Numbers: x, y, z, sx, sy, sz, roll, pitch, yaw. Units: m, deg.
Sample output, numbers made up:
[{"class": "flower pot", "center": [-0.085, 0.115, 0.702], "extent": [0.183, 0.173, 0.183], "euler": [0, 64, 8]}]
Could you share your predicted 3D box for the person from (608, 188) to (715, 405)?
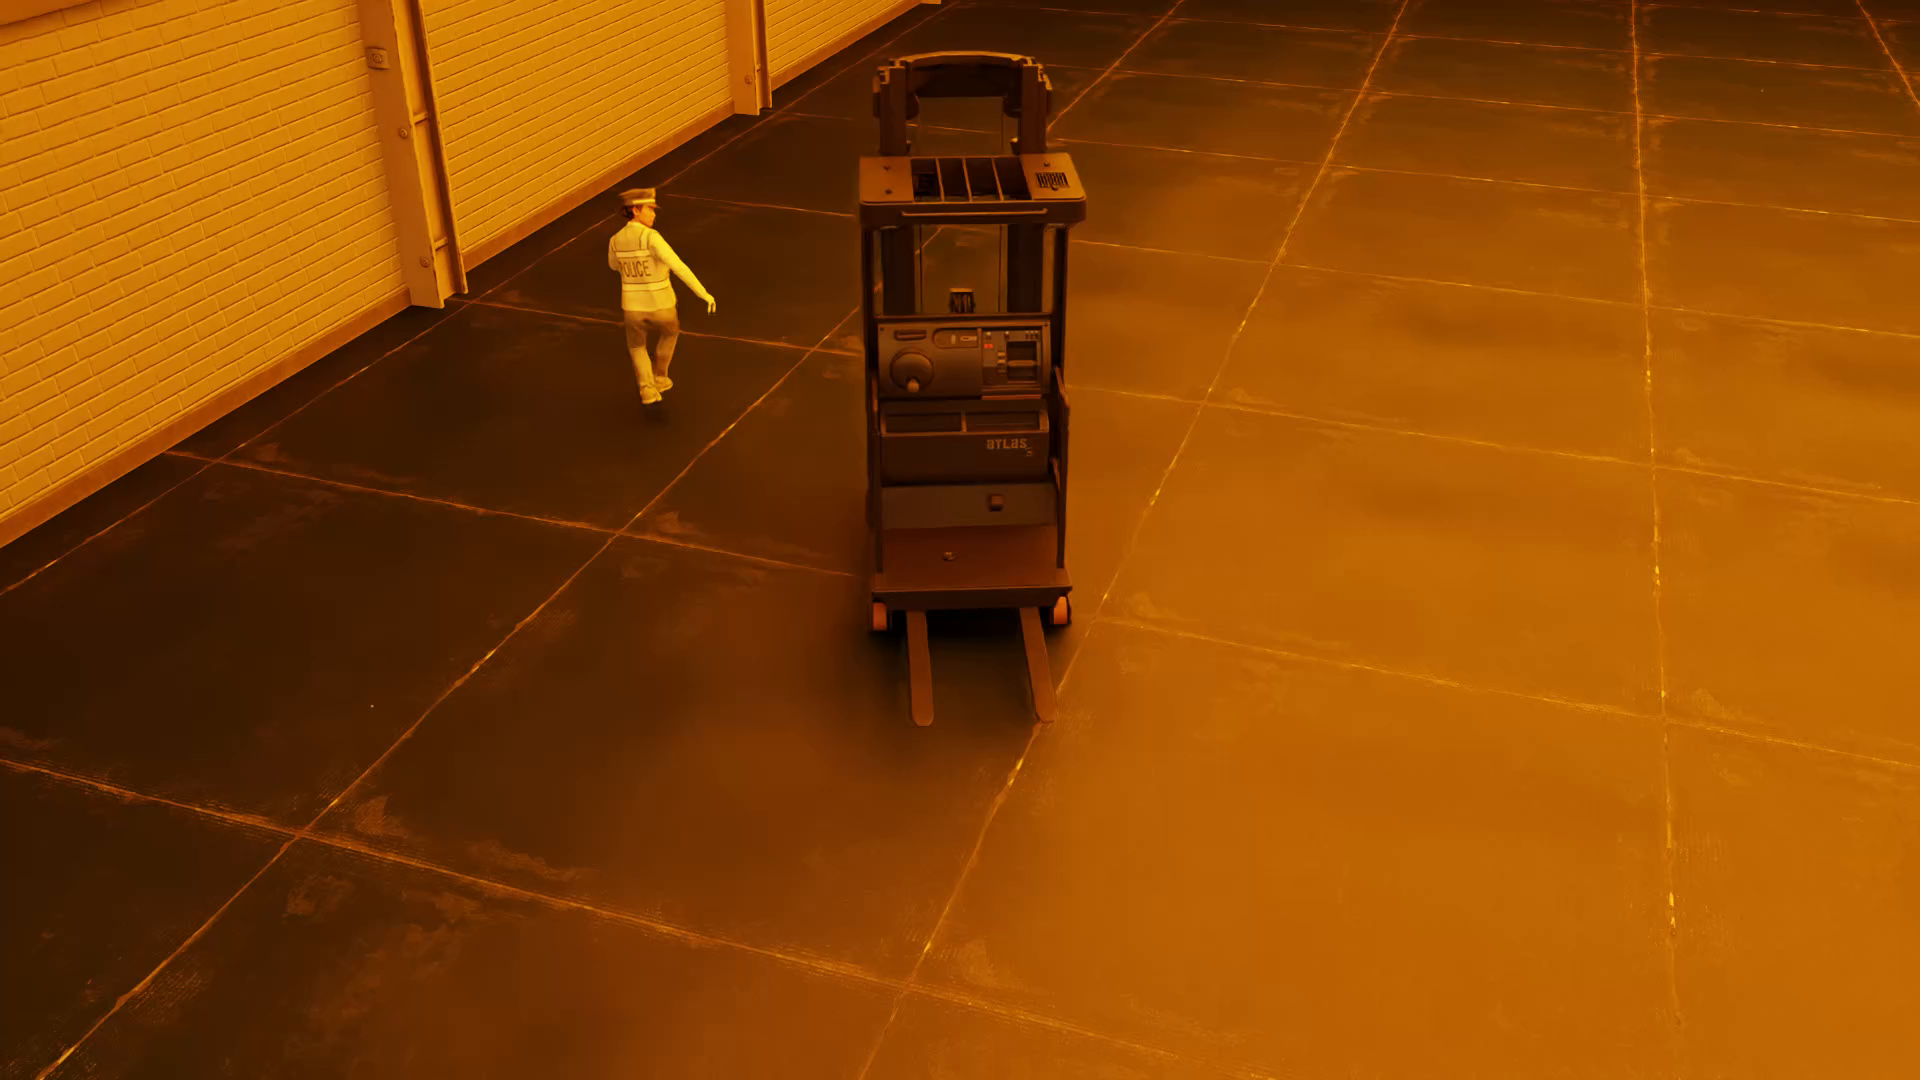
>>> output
[{"class": "person", "center": [-2.050, -1.683, 11.500], "extent": [0.814, 1.552, 0.791], "euler": [5, 30, 9]}]

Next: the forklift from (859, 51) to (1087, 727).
[{"class": "forklift", "center": [0.039, -0.935, 8.777], "extent": [1.130, 2.935, 3.031], "euler": [-2, 30, -3]}]
